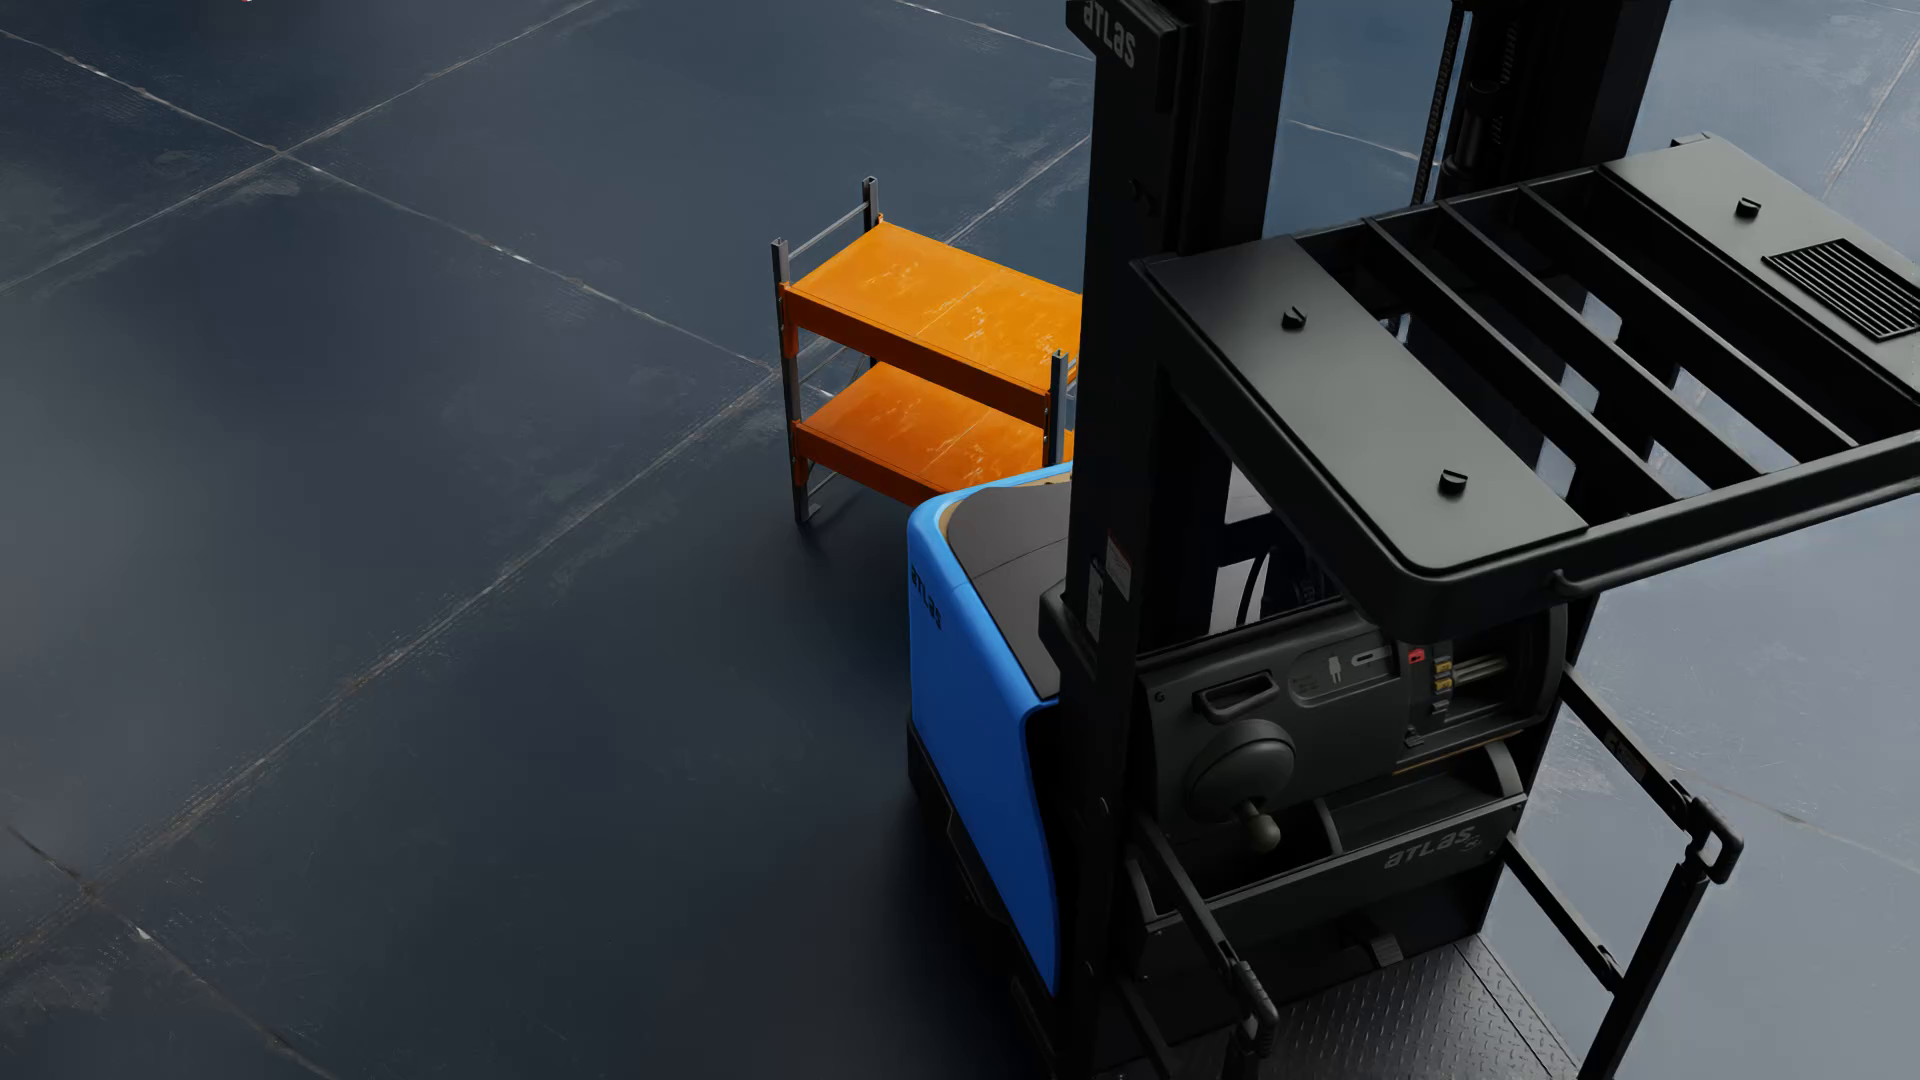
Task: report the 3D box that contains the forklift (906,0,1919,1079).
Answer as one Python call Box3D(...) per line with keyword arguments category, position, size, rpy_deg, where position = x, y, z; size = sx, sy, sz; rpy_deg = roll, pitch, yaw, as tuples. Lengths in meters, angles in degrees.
Box3D(category="forklift", position=(0.867, 0.404, 3.097), size=(1.130, 2.935, 3.031), rpy_deg=(-15, 44, -16))

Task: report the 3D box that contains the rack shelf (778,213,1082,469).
Box3D(category="rack shelf", position=(-0.006, -0.640, 5.180), size=(1.000, 0.278, 0.538), rpy_deg=(25, 48, 25))

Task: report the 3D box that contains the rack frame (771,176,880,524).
Box3D(category="rack frame", position=(-0.422, -0.616, 5.592), size=(0.032, 1.125, 0.500), rpy_deg=(25, 48, 25))

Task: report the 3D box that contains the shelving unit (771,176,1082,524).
Box3D(category="shelving unit", position=(-0.006, -0.422, 5.375), size=(1.048, 1.125, 0.538), rpy_deg=(25, 48, 25))

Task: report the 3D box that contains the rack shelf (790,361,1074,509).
Box3D(category="rack shelf", position=(-0.006, -0.240, 5.538), size=(1.000, 0.278, 0.538), rpy_deg=(25, 48, 25))

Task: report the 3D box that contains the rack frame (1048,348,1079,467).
Box3D(category="rack frame", position=(0.411, -0.227, 5.157), size=(0.032, 1.125, 0.500), rpy_deg=(25, 48, 25))
